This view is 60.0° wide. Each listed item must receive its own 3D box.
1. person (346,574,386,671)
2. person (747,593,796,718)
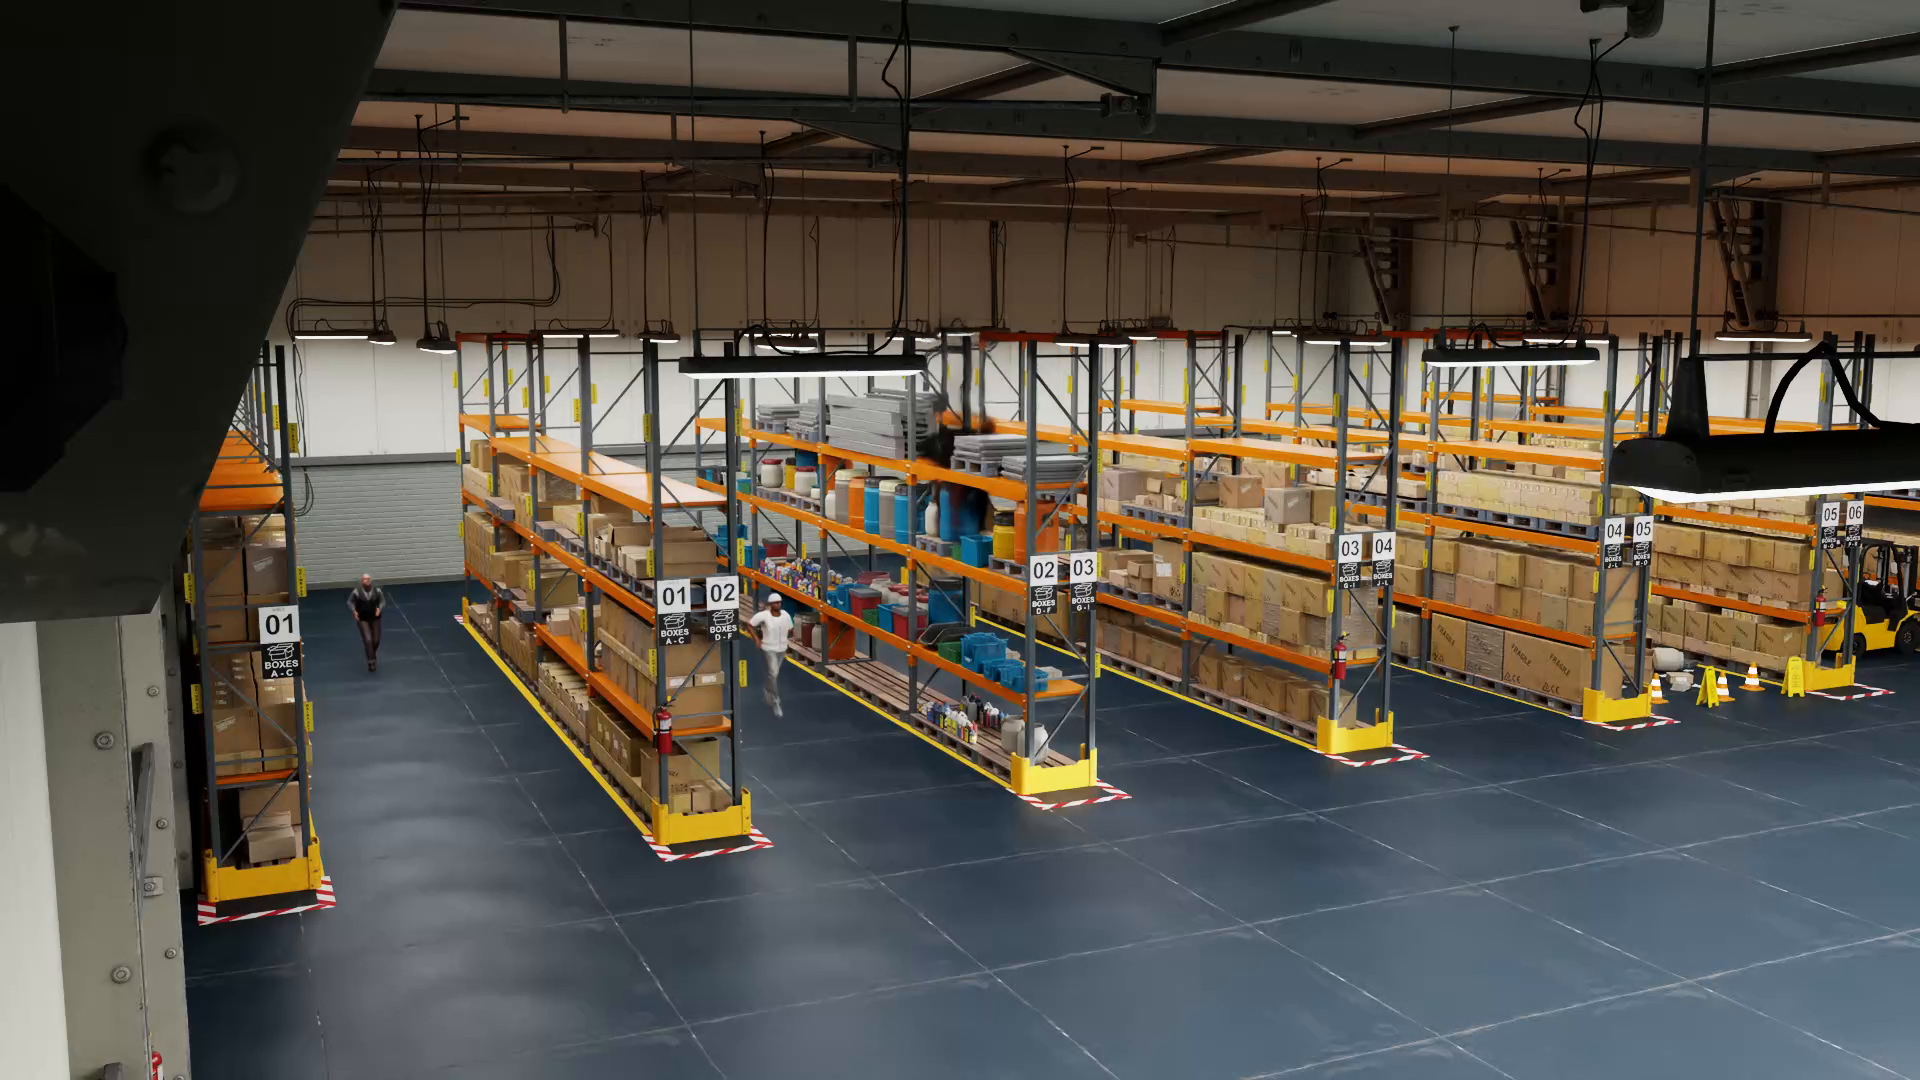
[{"bbox_3d":[-10.671,1.456,29.964,0.668,1.716,0.758,-5,9,-30],"label":"person"},{"bbox_3d":[-2.847,1.746,25.623,0.674,1.879,0.757,-7,10,-41],"label":"person"}]
